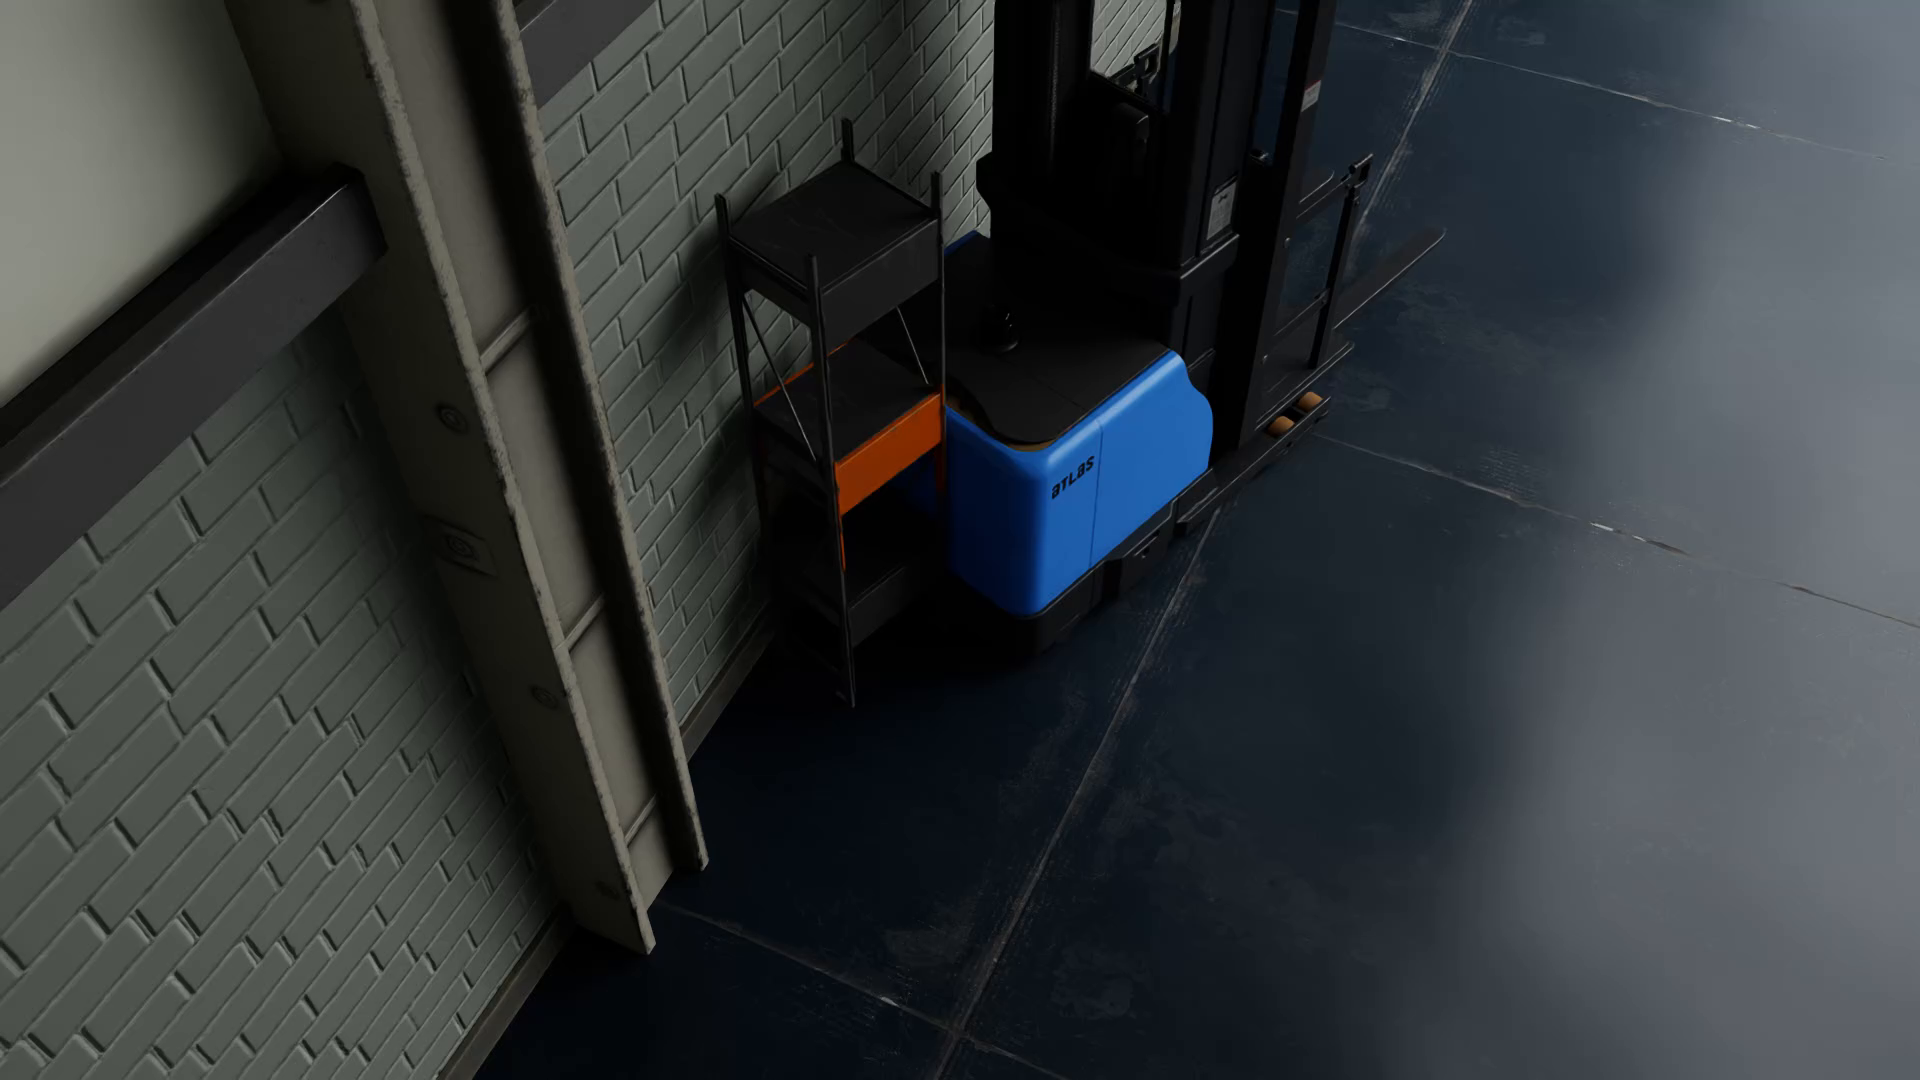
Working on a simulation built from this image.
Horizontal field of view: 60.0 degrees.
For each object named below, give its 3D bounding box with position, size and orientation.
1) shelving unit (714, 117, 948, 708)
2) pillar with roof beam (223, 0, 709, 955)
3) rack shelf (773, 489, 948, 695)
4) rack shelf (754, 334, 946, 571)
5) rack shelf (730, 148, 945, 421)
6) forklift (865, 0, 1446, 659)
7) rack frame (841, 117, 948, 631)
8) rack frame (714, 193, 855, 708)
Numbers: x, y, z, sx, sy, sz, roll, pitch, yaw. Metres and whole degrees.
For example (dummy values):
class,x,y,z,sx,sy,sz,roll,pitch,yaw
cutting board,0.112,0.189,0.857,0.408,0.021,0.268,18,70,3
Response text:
class,x,y,z,sx,sy,sz,roll,pitch,yaw
shelving unit,-0.364,-0.312,5.451,0.431,2.100,0.503,36,58,27
pillar with roof beam,2.821,-0.347,0.952,9.100,9.000,0.400,20,52,16
rack shelf,-0.363,0.151,5.994,0.431,0.518,0.480,36,58,27
rack shelf,-0.364,-0.303,5.462,0.431,0.518,0.480,36,58,27
rack shelf,-0.366,-0.758,4.929,0.431,0.518,0.480,36,58,27
forklift,0.895,-1.540,5.951,1.130,2.935,3.031,36,58,27
rack frame,-0.196,-0.447,5.566,0.400,2.100,0.015,36,58,27
rack frame,-0.533,-0.178,5.337,0.400,2.100,0.015,36,58,27
